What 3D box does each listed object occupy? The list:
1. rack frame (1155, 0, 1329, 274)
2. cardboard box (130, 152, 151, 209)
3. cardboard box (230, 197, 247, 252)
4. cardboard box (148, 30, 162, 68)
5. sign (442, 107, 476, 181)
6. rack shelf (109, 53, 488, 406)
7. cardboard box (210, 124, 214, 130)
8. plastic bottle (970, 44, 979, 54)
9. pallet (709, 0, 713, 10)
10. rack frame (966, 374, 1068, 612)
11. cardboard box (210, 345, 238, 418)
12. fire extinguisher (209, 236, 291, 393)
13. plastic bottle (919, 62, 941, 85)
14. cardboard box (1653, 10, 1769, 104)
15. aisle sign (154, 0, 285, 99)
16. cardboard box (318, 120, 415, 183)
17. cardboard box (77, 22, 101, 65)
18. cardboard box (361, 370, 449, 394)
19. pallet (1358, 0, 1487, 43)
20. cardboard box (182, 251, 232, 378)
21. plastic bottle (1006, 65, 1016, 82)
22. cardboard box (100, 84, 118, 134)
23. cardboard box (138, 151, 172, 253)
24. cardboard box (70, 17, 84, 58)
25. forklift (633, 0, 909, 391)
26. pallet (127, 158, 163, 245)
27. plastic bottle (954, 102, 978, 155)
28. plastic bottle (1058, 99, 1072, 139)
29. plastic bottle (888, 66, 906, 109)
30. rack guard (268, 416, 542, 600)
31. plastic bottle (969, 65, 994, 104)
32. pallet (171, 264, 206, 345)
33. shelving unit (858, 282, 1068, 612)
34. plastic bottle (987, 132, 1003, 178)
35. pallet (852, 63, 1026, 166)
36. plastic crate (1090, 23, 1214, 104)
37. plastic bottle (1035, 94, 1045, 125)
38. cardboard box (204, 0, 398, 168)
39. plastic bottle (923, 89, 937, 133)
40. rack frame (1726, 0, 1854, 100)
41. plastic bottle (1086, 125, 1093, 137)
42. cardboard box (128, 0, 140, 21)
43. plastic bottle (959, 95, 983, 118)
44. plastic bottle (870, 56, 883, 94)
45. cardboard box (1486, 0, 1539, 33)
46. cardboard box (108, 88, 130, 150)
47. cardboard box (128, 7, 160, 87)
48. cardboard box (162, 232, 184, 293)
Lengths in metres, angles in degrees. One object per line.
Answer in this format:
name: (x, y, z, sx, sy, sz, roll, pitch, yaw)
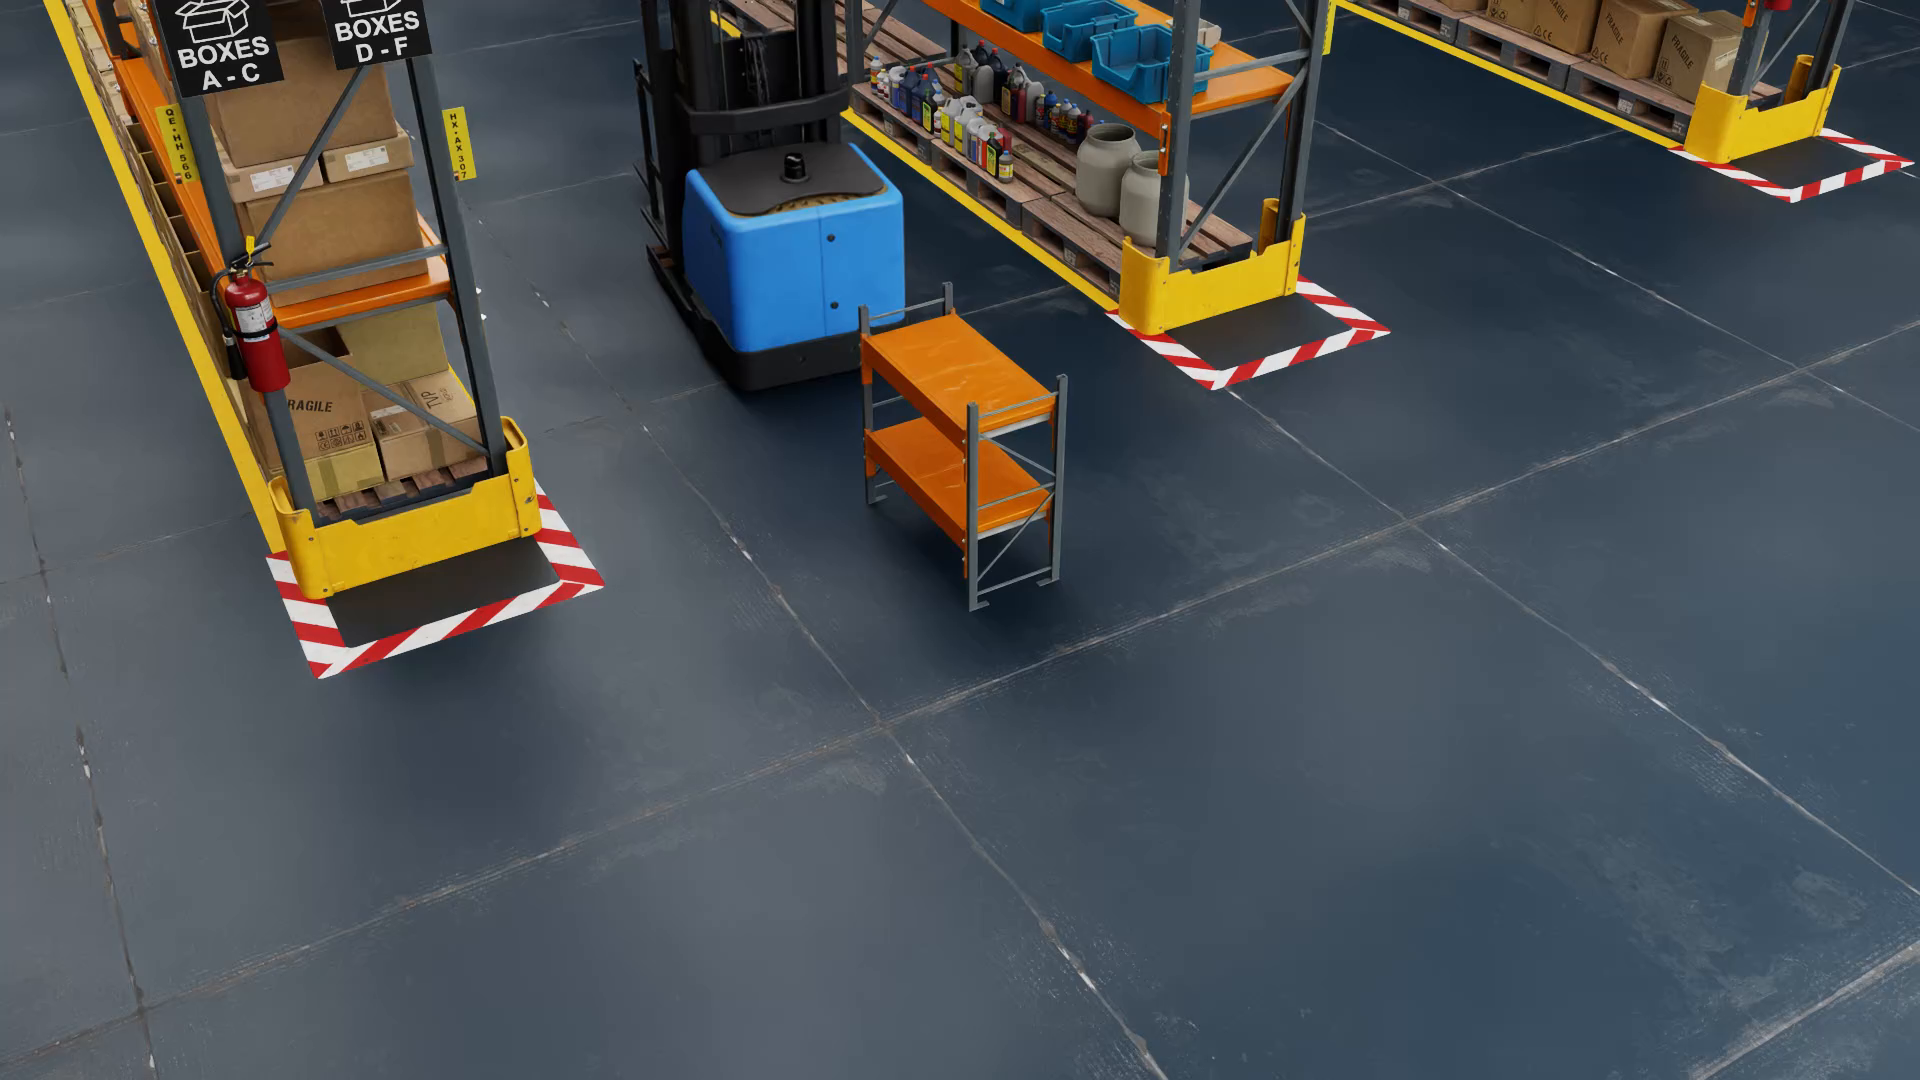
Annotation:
rack frame: (1.609, -2.653, 9.339, 1.000, 3.000, 0.127, -19, 40, -24)
cardboard box: (-5.144, -2.411, 10.984, 0.500, 0.250, 0.500, -19, 40, -24)
cardboard box: (-3.167, -1.735, 7.998, 0.700, 0.500, 0.500, -18, 40, -23)
cardboard box: (-3.936, -2.546, 8.557, 0.380, 0.149, 0.250, -19, 40, -24)
sign: (-2.192, -1.730, 7.274, 0.100, 0.325, 0.005, -19, 40, -24)
rack shelf: (-3.680, -1.916, 8.940, 1.077, 0.370, 4.000, -19, 40, -24)
cardboard box: (-3.293, -1.891, 7.661, 0.380, 0.149, 0.250, -20, 40, -25)
plastic bottle: (0.127, -3.626, 12.601, 0.061, 0.283, 0.133, -17, 39, -22)
pallet: (-2.054, -5.200, 15.190, 1.003, 0.211, 1.213, -19, 40, -24)
rack frame: (0.252, -0.198, 7.568, 0.500, 1.125, 0.032, -19, 40, -24)
cardboard box: (-3.714, -0.938, 8.966, 0.500, 0.250, 0.500, -19, 40, -24)
fire extinguisher: (-3.017, -0.958, 7.083, 0.296, 0.674, 0.183, -19, 40, -24)
plastic bottle: (-0.229, -3.309, 12.110, 0.144, 0.351, 0.185, -19, 40, -24)
cardboard box: (5.593, -3.604, 12.404, 0.500, 0.500, 0.500, -12, 38, -16)
aisle sign: (-2.896, -2.116, 6.400, 0.394, 0.787, 0.004, -19, 40, -24)
cardboard box: (-2.686, -1.753, 7.472, 0.380, 0.149, 0.250, -19, 40, -24)
cardboard box: (-6.160, -3.672, 12.234, 0.500, 0.311, 0.500, -20, 41, -25)
cardboard box: (-3.007, -0.839, 8.831, 0.500, 0.250, 0.500, -19, 40, -24)
pallet: (4.250, -4.702, 14.509, 1.003, 0.211, 1.213, -19, 40, -24)
cardboard box: (-3.717, -1.240, 8.744, 0.500, 0.500, 0.500, -19, 40, -24)
plastic bottle: (0.387, -3.362, 12.239, 0.061, 0.283, 0.133, -16, 39, -21)
cardboard box: (-5.908, -3.191, 12.050, 0.500, 0.250, 0.500, -18, 40, -23)
cardboard box: (-4.465, -2.007, 9.794, 0.500, 0.500, 0.500, -19, 40, -24)
cardboard box: (-6.685, -3.972, 13.120, 0.500, 0.250, 0.500, -19, 40, -24)
forklift: (-1.342, -2.879, 9.707, 1.130, 2.935, 3.031, -14, 38, -19)
pallet: (-5.089, -2.465, 11.446, 1.003, 0.211, 1.213, -19, 40, -24)
plastic bottle: (0.048, -2.858, 11.493, 0.144, 0.351, 0.185, -17, 40, -22)
plastic bottle: (0.746, -2.971, 11.715, 0.097, 0.271, 0.097, 0, 36, 0)
plastic bottle: (-0.433, -3.321, 12.190, 0.152, 0.276, 0.135, -17, 40, -22)
rack guard: (-2.663, -0.165, 8.052, 1.175, 0.500, 0.348, -19, 40, -24)
plastic bottle: (0.154, -3.373, 12.261, 0.152, 0.276, 0.135, -19, 40, -24)
pallet: (-4.322, -1.683, 10.375, 1.003, 0.211, 1.213, -19, 40, -24)
shelving unit: (-0.003, -0.458, 7.923, 0.538, 1.125, 1.048, -19, 40, -24)
plastic bottle: (0.233, -2.594, 11.189, 0.061, 0.283, 0.133, -18, 40, -23)
pallet: (-0.099, -3.212, 12.468, 1.003, 0.211, 1.213, -19, 40, -24)
plastic crate: (1.099, -2.759, 9.611, 0.499, 0.251, 0.616, -19, 40, -24)
plastic bottle: (0.593, -3.098, 11.948, 0.097, 0.201, 0.097, 0, 36, 0)
cardboard box: (-2.925, -2.020, 7.288, 0.700, 0.500, 0.500, -19, 40, -24)
plastic bottle: (-0.212, -3.046, 11.807, 0.061, 0.283, 0.133, -17, 39, -22)
rack frame: (5.892, -4.120, 11.348, 1.000, 3.000, 0.127, -19, 40, -24)
plastic bottle: (0.916, -2.770, 11.499, 0.097, 0.201, 0.097, 0, 36, 0)
cardboard box: (-4.327, -2.942, 9.100, 0.380, 0.149, 0.250, -19, 40, -24)
plastic bottle: (0.070, -2.979, 11.722, 0.152, 0.276, 0.135, -19, 40, -24)
plastic bottle: (-0.619, -3.476, 12.406, 0.097, 0.271, 0.097, 0, 36, 0)
cardboard box: (4.723, -4.521, 13.660, 0.500, 0.500, 0.500, -23, 42, -28)
cardboard box: (-5.403, -2.897, 11.173, 0.500, 0.311, 0.500, -18, 40, -23)
cardboard box: (-4.456, -3.043, 9.788, 0.700, 0.500, 0.500, -20, 41, -25)
cardboard box: (-4.467, -1.703, 10.014, 0.500, 0.250, 0.500, -19, 40, -24)
